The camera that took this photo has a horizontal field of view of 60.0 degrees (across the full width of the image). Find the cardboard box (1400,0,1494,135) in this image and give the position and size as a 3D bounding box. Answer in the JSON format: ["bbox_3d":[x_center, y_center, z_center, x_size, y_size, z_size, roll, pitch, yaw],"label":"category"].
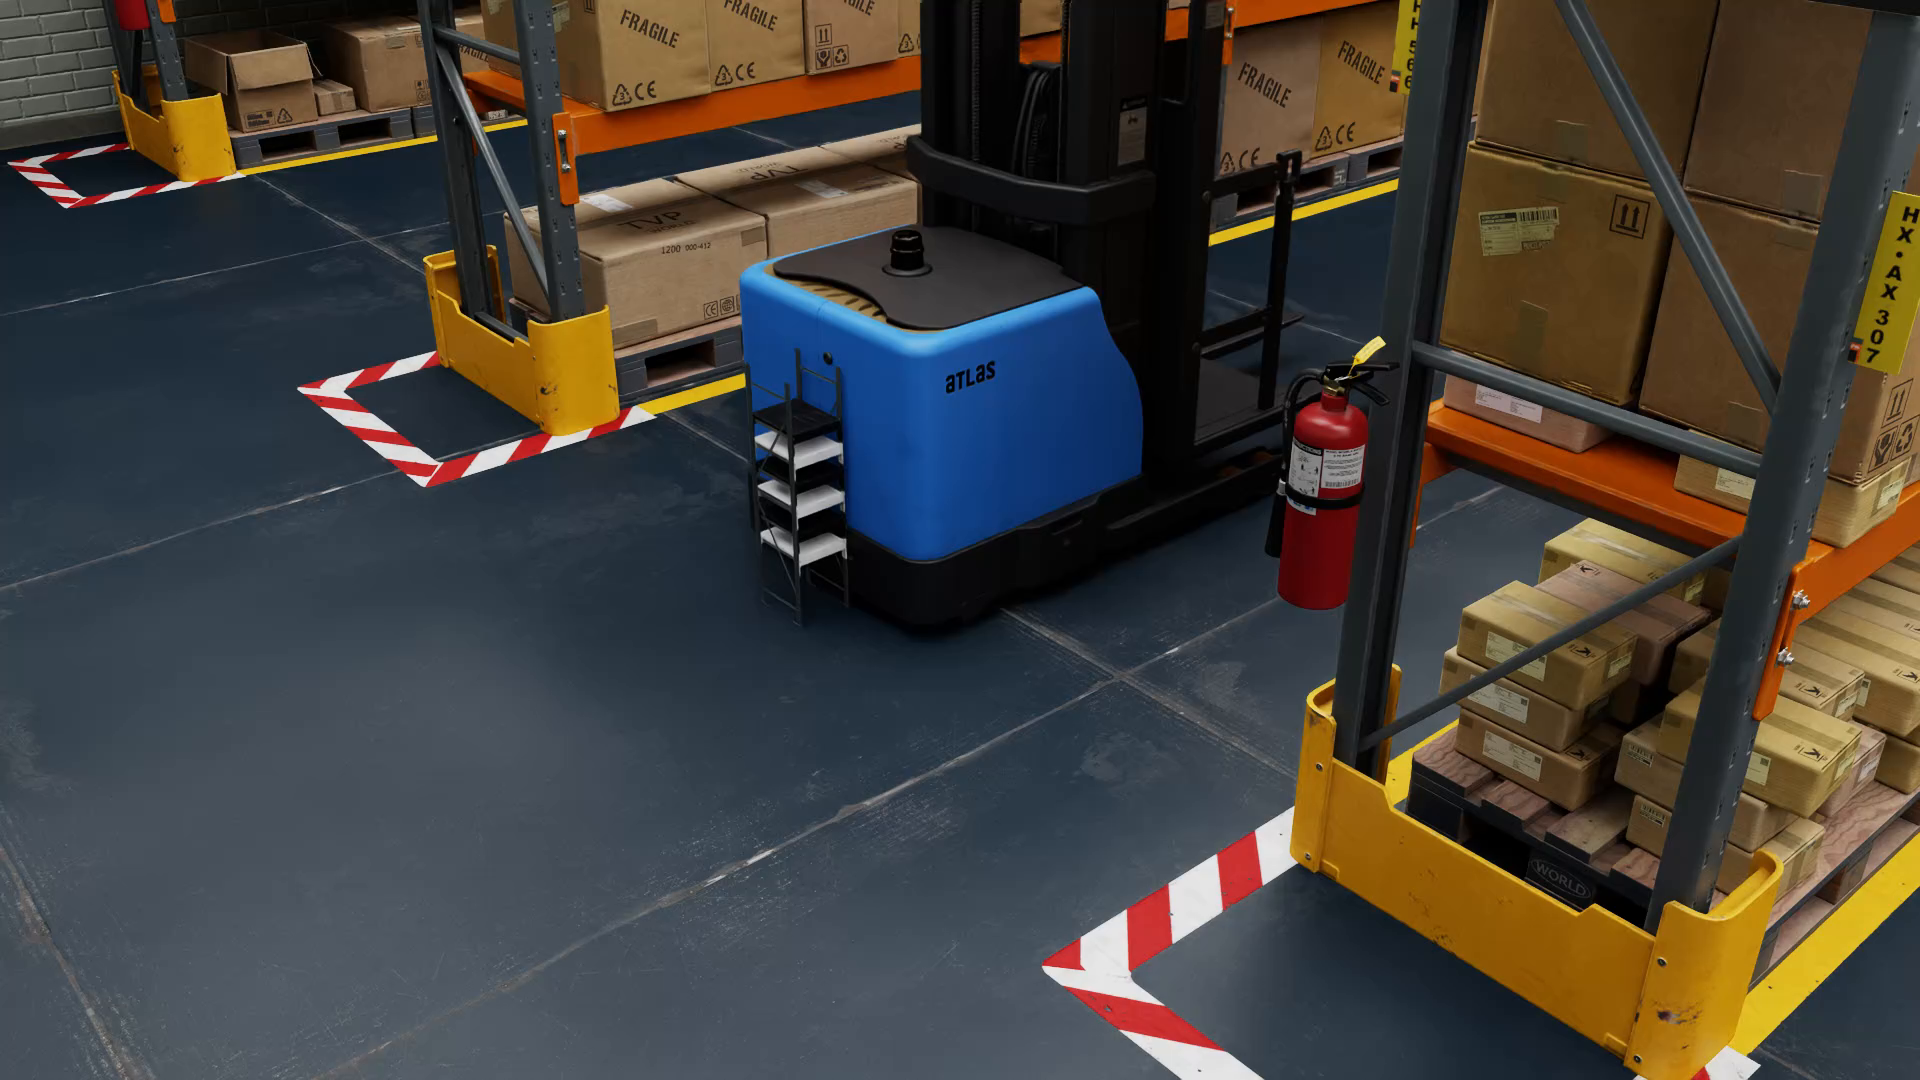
[{"bbox_3d":[2.878,-3.264,10.983,0.875,0.875,0.875,-21,35,-34],"label":"cardboard box"}]

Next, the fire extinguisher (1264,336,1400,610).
[{"bbox_3d":[0.851,-0.167,3.858,0.183,0.674,0.296,-22,35,-35],"label":"fire extinguisher"}]

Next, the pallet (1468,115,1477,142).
[{"bbox_3d":[3.490,-3.024,11.685,1.213,0.211,1.003,-22,35,-35],"label":"pallet"}]

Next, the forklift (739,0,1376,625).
[{"bbox_3d":[0.659,-1.580,6.096,3.031,2.935,1.130,-23,35,-36],"label":"forklift"}]

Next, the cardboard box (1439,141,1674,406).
[{"bbox_3d":[1.517,-0.682,3.922,0.500,0.500,0.500,-21,35,-34],"label":"cardboard box"}]

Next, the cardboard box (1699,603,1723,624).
[{"bbox_3d":[2.224,0.195,4.966,0.250,0.149,0.380,-22,35,-35],"label":"cardboard box"}]

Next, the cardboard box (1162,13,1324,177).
[{"bbox_3d":[1.515,-2.711,9.949,0.875,0.875,0.875,-21,34,-33],"label":"cardboard box"}]

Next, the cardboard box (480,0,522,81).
[{"bbox_3d":[-1.752,-2.308,7.279,0.500,0.500,0.500,-22,35,-35],"label":"cardboard box"}]

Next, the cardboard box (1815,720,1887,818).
[{"bbox_3d":[2.152,0.532,4.335,0.250,0.149,0.380,-22,35,-35],"label":"cardboard box"}]

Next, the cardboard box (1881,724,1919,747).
[{"bbox_3d":[2.547,0.386,4.609,0.250,0.149,0.380,-21,34,-33],"label":"cardboard box"}]

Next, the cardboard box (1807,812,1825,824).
[{"bbox_3d":[2.094,0.640,4.449,0.250,0.149,0.380,-22,35,-35],"label":"cardboard box"}]

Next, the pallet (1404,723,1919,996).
[{"bbox_3d":[2.041,0.694,4.728,1.213,0.211,1.003,-22,35,-35],"label":"pallet"}]

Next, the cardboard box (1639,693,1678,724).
[{"bbox_3d":[1.994,0.394,4.909,0.250,0.149,0.380,-22,35,-35],"label":"cardboard box"}]

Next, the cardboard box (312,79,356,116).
[{"bbox_3d":[-4.297,-2.997,11.254,0.250,0.149,0.380,-24,36,-37],"label":"cardboard box"}]

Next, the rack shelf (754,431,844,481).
[{"bbox_3d":[-0.544,-0.300,5.545,0.200,0.077,0.258,-23,35,-36],"label":"rack shelf"}]

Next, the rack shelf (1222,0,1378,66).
[{"bbox_3d":[2.617,-3.539,10.454,4.000,0.370,1.077,-22,35,-35],"label":"rack shelf"}]

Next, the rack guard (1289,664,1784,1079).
[{"bbox_3d":[1.400,0.802,4.219,0.348,0.500,1.175,-22,35,-35],"label":"rack guard"}]

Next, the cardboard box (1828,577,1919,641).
[{"bbox_3d":[2.503,0.230,4.585,0.250,0.149,0.380,-24,36,-37],"label":"cardboard box"}]

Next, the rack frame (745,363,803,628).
[{"bbox_3d":[-0.621,-0.139,5.555,0.006,0.900,0.240,-23,35,-36],"label":"rack frame"}]

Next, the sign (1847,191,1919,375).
[{"bbox_3d":[1.694,-0.464,3.018,0.005,0.325,0.100,-22,35,-35],"label":"sign"}]

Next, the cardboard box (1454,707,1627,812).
[{"bbox_3d":[1.607,0.559,4.600,0.250,0.149,0.380,-21,35,-34],"label":"cardboard box"}]

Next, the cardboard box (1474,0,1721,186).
[{"bbox_3d":[1.529,-1.123,3.685,0.500,0.500,0.500,-23,36,-36],"label":"cardboard box"}]

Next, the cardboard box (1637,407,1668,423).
[{"bbox_3d":[1.620,-0.430,4.139,0.250,0.149,0.380,-22,35,-35],"label":"cardboard box"}]

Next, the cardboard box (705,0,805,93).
[{"bbox_3d":[-1.029,-2.274,7.216,0.500,0.500,0.500,-22,35,-36],"label":"cardboard box"}]

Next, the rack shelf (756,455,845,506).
[{"bbox_3d":[-0.544,-0.220,5.587,0.200,0.077,0.258,-23,35,-36],"label":"rack shelf"}]

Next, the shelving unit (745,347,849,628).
[{"bbox_3d":[-0.544,-0.170,5.614,0.210,0.900,0.258,-23,35,-36],"label":"shelving unit"}]

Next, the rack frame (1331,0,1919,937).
[{"bbox_3d":[1.342,-0.277,3.586,0.127,3.000,1.000,-22,35,-35],"label":"rack frame"}]

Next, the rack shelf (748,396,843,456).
[{"bbox_3d":[-0.544,-0.379,5.503,0.200,0.077,0.258,-23,35,-36],"label":"rack shelf"}]

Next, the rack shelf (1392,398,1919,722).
[{"bbox_3d":[2.864,-0.572,4.900,4.000,0.370,1.077,-22,35,-35],"label":"rack shelf"}]

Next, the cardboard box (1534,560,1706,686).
[{"bbox_3d":[1.809,0.224,4.597,0.250,0.149,0.380,-21,35,-34],"label":"cardboard box"}]

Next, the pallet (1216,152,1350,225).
[{"bbox_3d":[1.633,-2.278,10.289,1.213,0.211,1.003,-22,35,-35],"label":"pallet"}]

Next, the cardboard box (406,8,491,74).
[{"bbox_3d":[-3.503,-3.409,11.653,0.500,0.500,0.500,-21,35,-34],"label":"cardboard box"}]

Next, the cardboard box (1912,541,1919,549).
[{"bbox_3d":[2.950,0.085,4.857,0.250,0.149,0.380,-21,35,-34],"label":"cardboard box"}]

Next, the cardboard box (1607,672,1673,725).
[{"bbox_3d":[1.792,0.339,4.696,0.250,0.149,0.380,-23,36,-36],"label":"cardboard box"}]

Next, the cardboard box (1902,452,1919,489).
[{"bbox_3d":[1.968,-0.241,3.784,0.250,0.149,0.380,-20,34,-33],"label":"cardboard box"}]

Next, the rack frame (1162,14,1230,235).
[{"bbox_3d":[1.095,-3.245,9.139,0.127,3.000,1.000,-22,35,-35],"label":"rack frame"}]

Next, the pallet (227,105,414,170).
[{"bbox_3d":[-4.508,-2.837,11.335,1.213,0.211,1.003,-22,35,-35],"label":"pallet"}]

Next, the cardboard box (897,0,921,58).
[{"bbox_3d":[-0.261,-2.582,7.793,0.500,0.500,0.500,-21,34,-33],"label":"cardboard box"}]

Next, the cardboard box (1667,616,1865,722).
[{"bbox_3d":[2.093,0.367,4.329,0.250,0.149,0.380,-21,35,-34],"label":"cardboard box"}]

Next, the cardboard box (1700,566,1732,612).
[{"bbox_3d":[2.161,0.042,4.936,0.250,0.149,0.380,-24,36,-37],"label":"cardboard box"}]

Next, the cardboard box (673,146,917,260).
[{"bbox_3d":[-0.820,-1.597,8.329,0.875,0.438,0.875,-21,34,-34],"label":"cardboard box"}]

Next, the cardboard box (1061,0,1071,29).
[{"bbox_3d":[0.521,-2.896,8.380,0.500,0.500,0.500,-23,36,-36],"label":"cardboard box"}]
